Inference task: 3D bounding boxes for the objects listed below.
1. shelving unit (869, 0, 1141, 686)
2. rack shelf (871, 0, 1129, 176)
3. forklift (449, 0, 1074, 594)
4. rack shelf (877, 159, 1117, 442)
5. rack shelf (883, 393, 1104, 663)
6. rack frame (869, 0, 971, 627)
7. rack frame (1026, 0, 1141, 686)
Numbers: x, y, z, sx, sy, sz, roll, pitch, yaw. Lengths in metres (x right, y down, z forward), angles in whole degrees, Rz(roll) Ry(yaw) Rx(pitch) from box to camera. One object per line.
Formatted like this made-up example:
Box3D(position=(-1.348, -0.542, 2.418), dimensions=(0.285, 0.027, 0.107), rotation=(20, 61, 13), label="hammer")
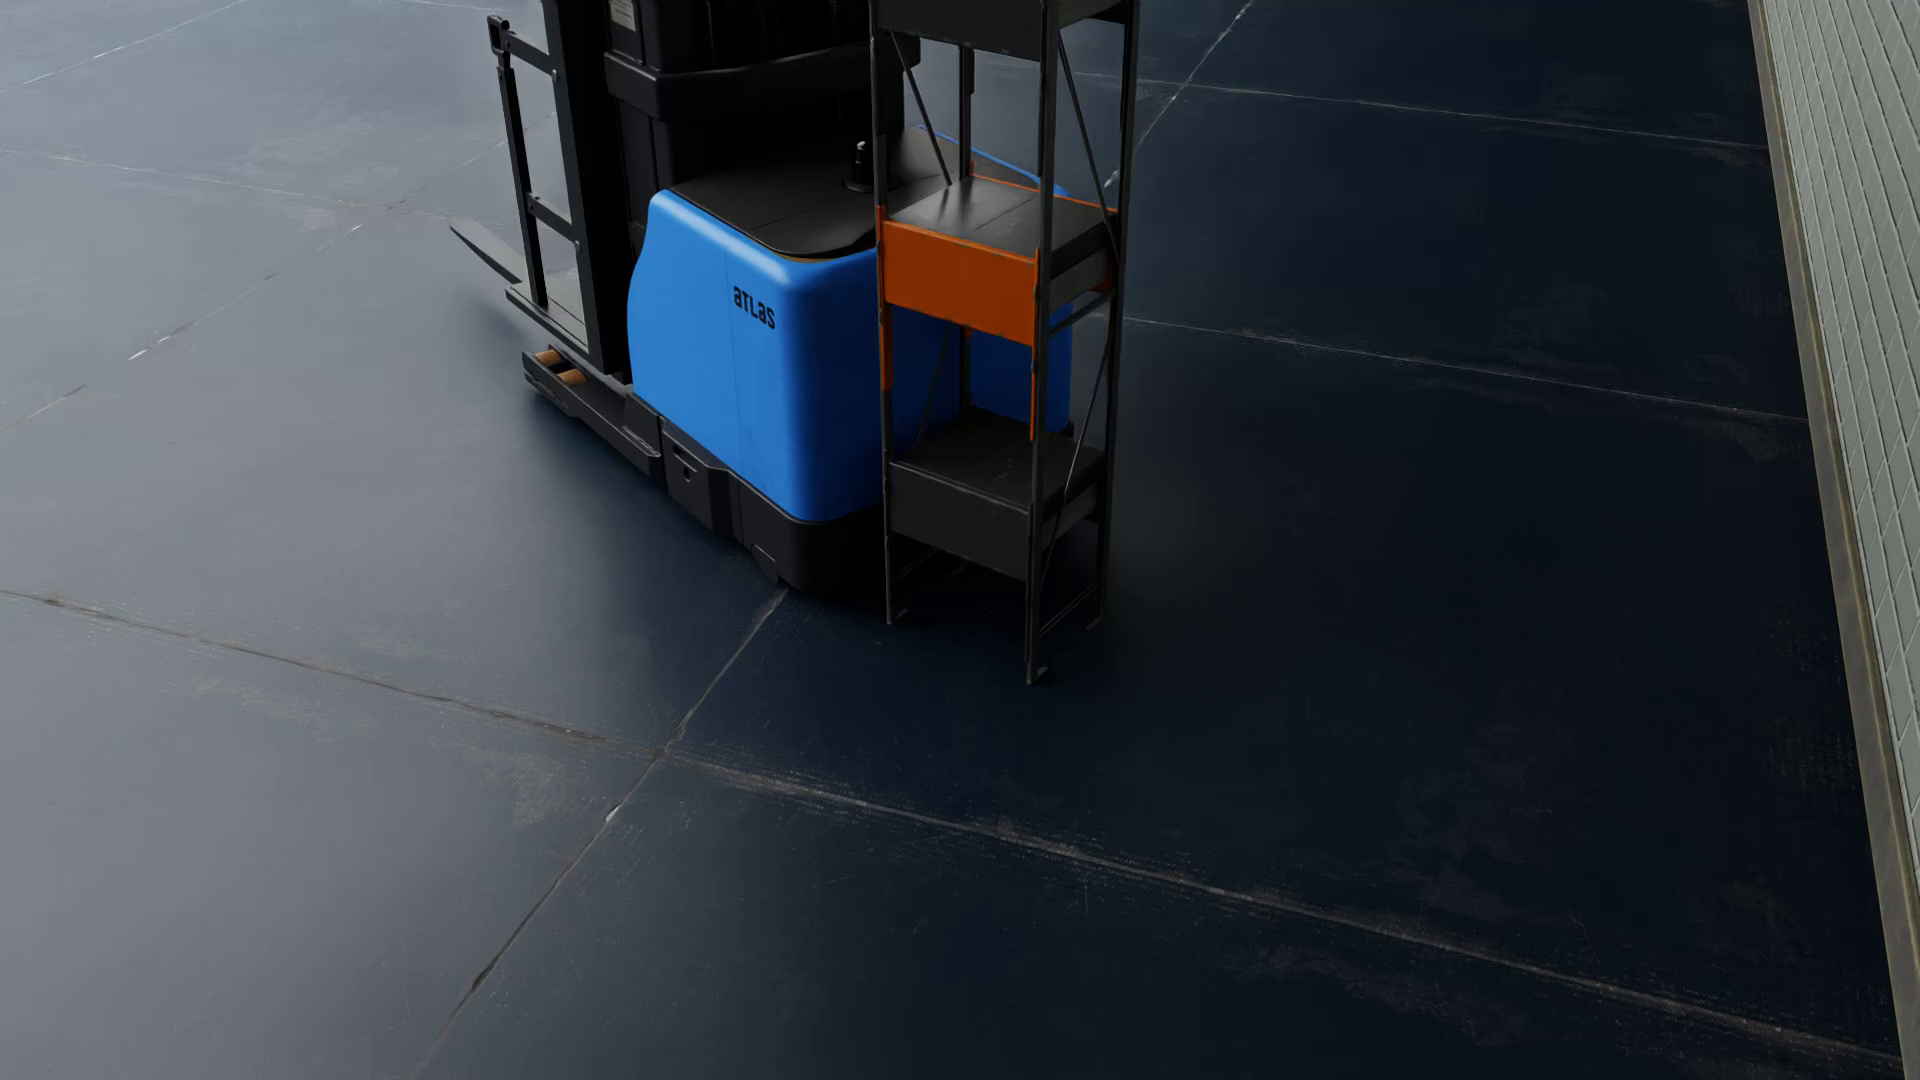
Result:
Box3D(position=(0.107, -0.643, 4.310), dimensions=(0.503, 2.100, 0.431), rotation=(21, 38, 29), label="shelving unit")
Box3D(position=(0.107, -1.220, 3.938), dimensions=(0.480, 0.518, 0.431), rotation=(21, 38, 29), label="rack shelf")
Box3D(position=(-0.931, -1.816, 5.360), dimensions=(1.130, 2.935, 3.031), rotation=(-22, 39, -31), label="forklift")
Box3D(position=(0.107, -0.632, 4.318), dimensions=(0.480, 0.518, 0.431), rotation=(21, 38, 29), label="rack shelf")
Box3D(position=(0.107, -0.044, 4.697), dimensions=(0.480, 0.518, 0.431), rotation=(21, 38, 29), label="rack shelf")
Box3D(position=(-0.092, -0.719, 4.429), dimensions=(0.015, 2.100, 0.400), rotation=(21, 38, 29), label="rack frame")
Box3D(position=(0.306, -0.567, 4.192), dimensions=(0.015, 2.100, 0.400), rotation=(21, 38, 29), label="rack frame")
